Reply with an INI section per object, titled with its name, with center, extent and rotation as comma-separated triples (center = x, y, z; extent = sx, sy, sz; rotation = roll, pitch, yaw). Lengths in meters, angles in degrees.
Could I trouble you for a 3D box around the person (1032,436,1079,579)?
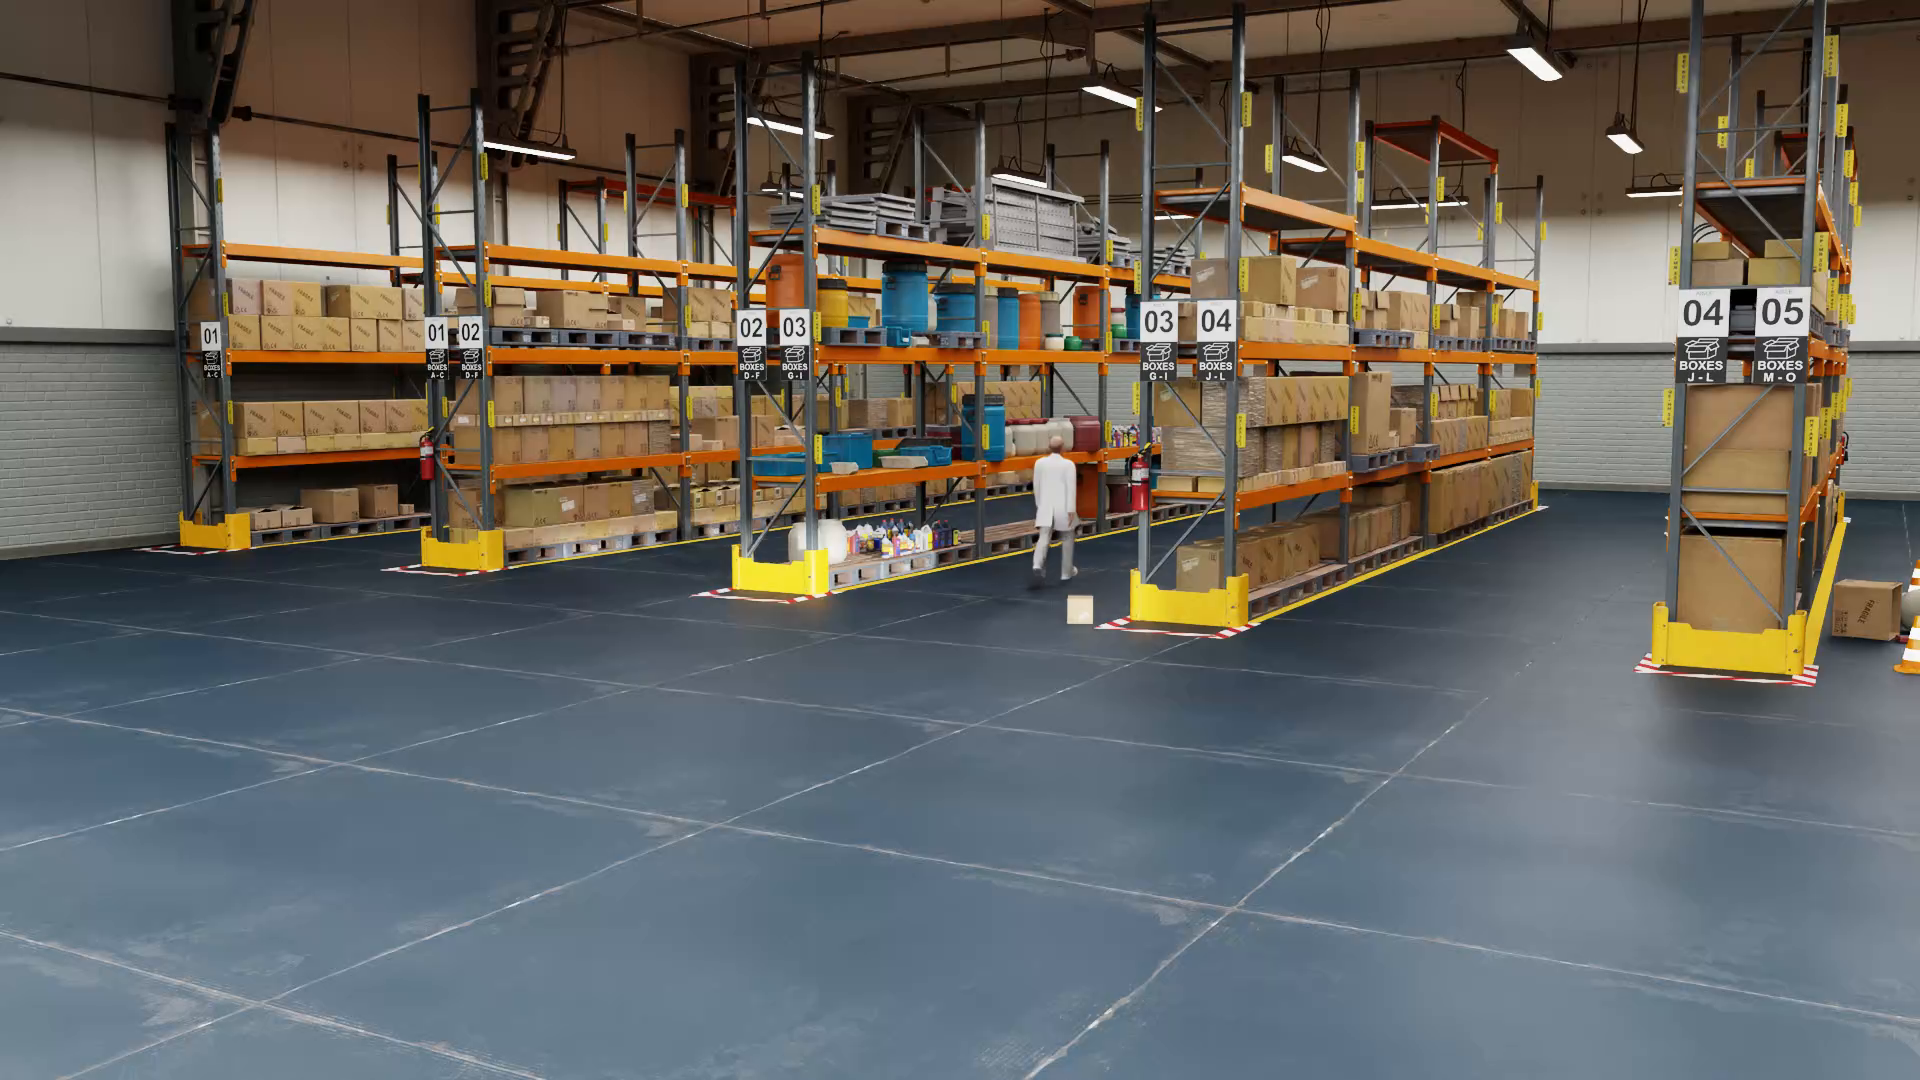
[person]
center = 1.125, -0.370, 19.725
extent = 0.568, 1.734, 1.113
rotation = 2, 6, 18
